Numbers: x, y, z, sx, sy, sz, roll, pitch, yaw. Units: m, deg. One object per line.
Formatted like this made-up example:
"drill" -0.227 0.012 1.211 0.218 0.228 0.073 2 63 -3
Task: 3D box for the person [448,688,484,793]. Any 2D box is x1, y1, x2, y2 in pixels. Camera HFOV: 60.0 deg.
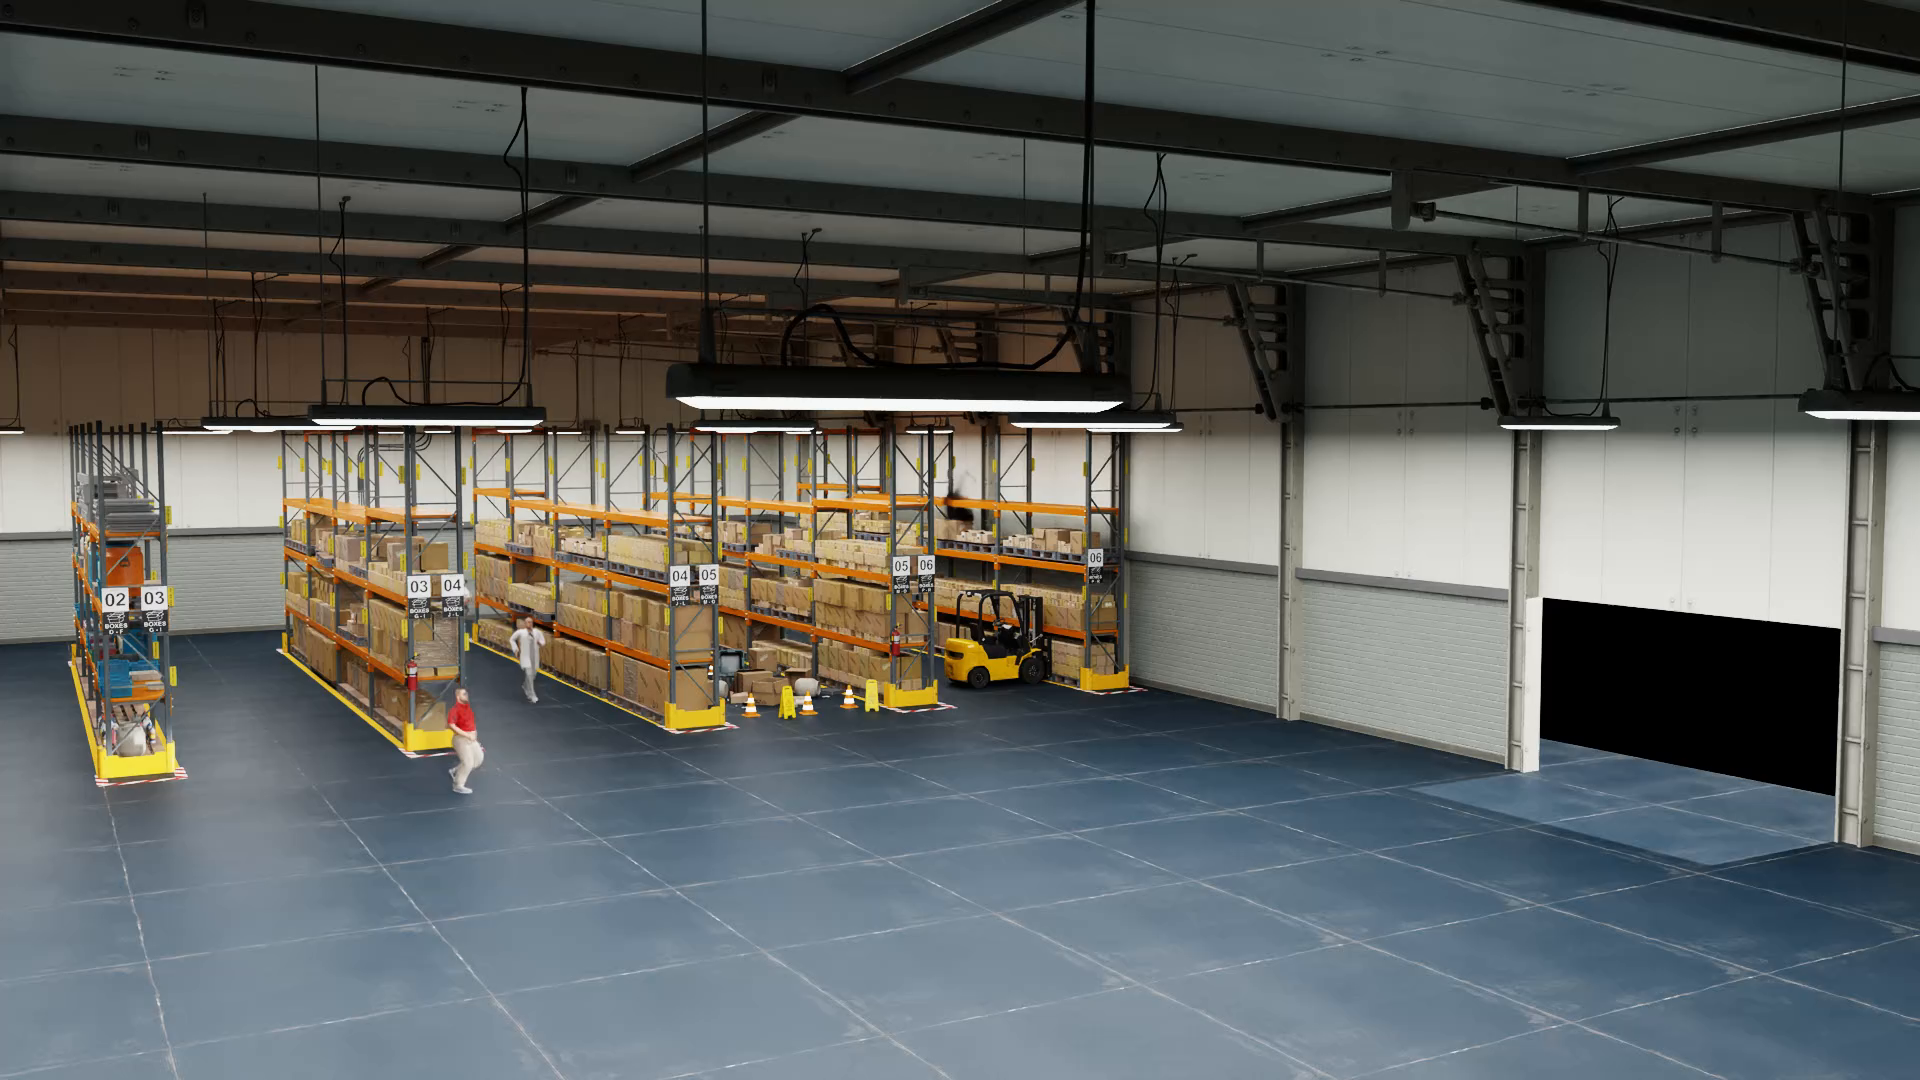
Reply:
"person" -7.985 3.228 26.817 0.517 1.692 0.669 0 4 5

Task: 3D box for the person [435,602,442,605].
"person" -14.899 2.030 47.034 0.857 1.603 0.770 -3 5 -43

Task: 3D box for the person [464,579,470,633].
"person" -14.256 1.952 47.450 0.671 1.766 0.552 3 5 42

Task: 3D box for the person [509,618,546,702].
"person" -9.349 2.573 36.118 0.695 1.784 1.042 -3 4 -38
